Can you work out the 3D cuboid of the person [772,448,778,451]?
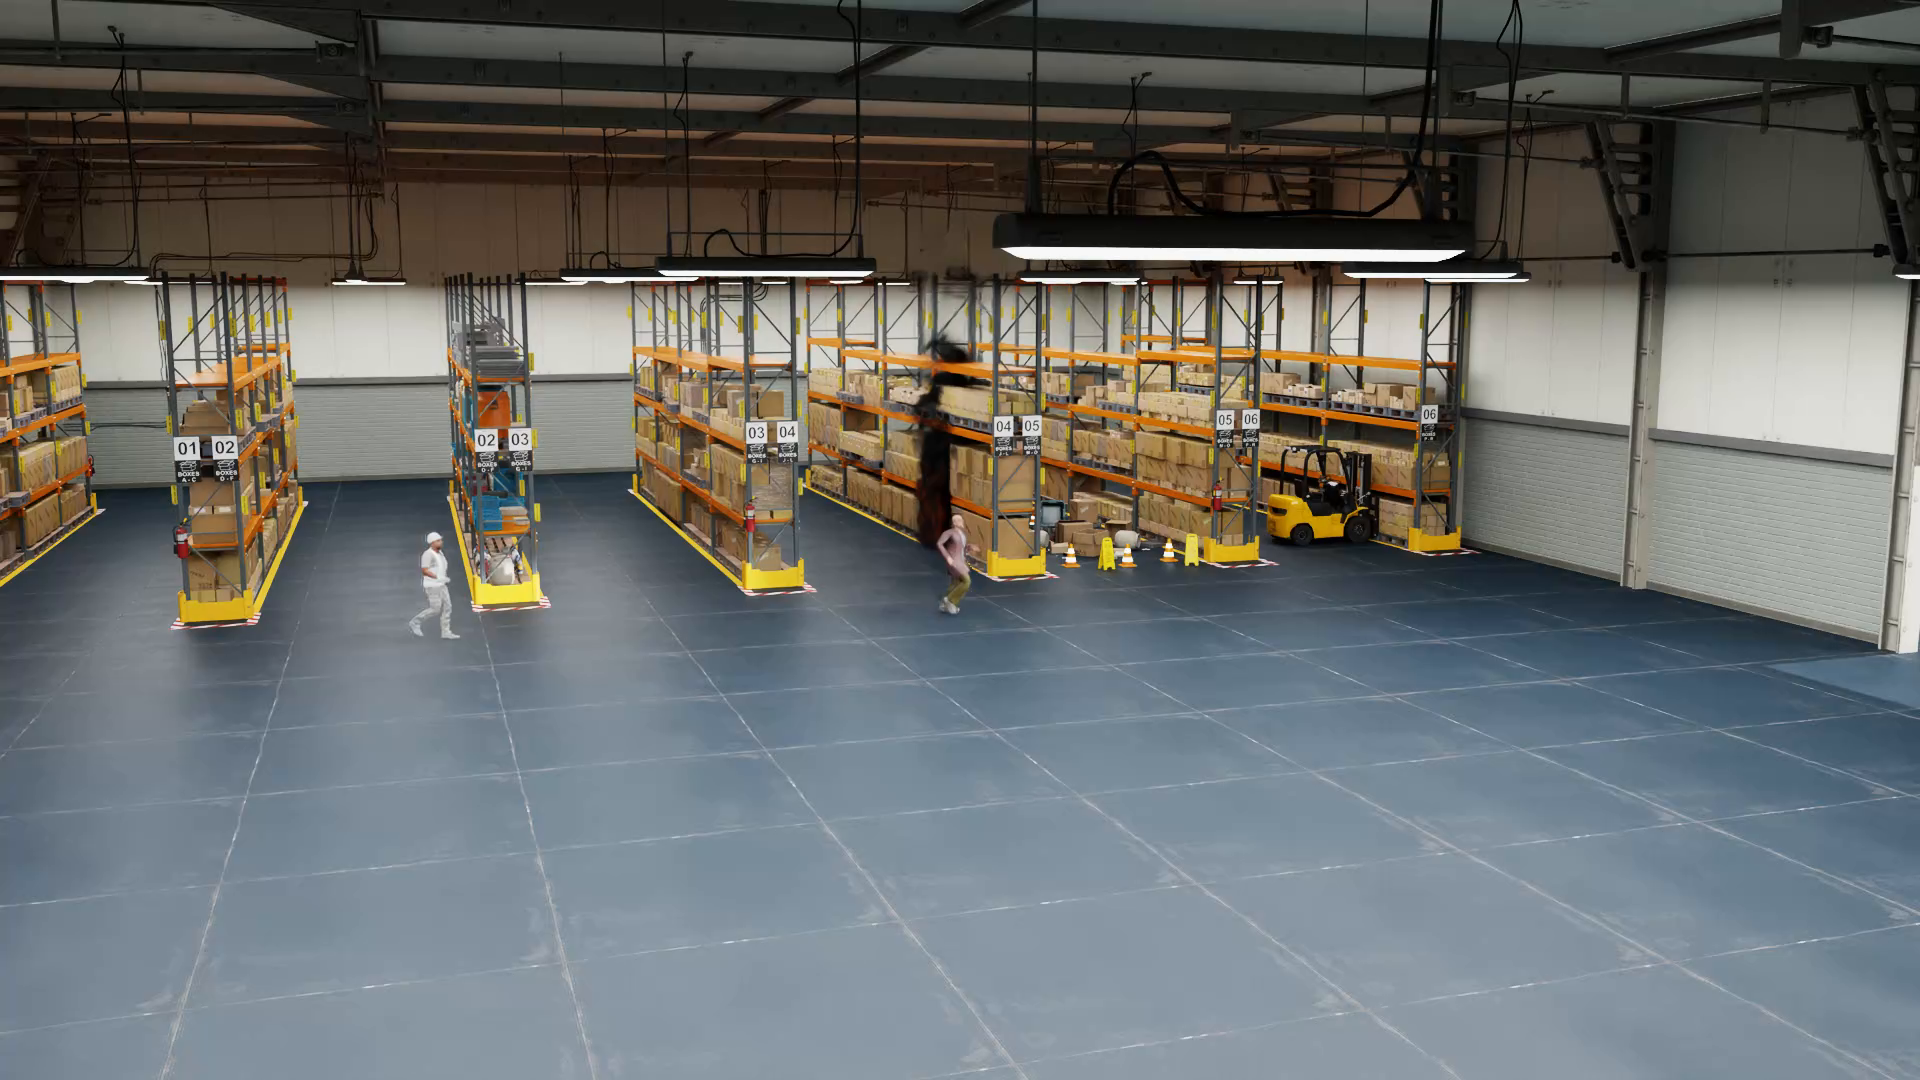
[{"bbox_3d":[-4.980,-2.090,46.123,0.674,1.856,0.761,-2,9,-12],"label":"person"}]

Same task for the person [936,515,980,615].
[{"bbox_3d":[-0.016,0.434,29.418,0.716,1.777,0.677,3,9,21],"label":"person"}]

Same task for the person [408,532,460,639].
[{"bbox_3d":[-8.637,0.755,27.260,0.806,1.778,0.707,0,9,1],"label":"person"}]
